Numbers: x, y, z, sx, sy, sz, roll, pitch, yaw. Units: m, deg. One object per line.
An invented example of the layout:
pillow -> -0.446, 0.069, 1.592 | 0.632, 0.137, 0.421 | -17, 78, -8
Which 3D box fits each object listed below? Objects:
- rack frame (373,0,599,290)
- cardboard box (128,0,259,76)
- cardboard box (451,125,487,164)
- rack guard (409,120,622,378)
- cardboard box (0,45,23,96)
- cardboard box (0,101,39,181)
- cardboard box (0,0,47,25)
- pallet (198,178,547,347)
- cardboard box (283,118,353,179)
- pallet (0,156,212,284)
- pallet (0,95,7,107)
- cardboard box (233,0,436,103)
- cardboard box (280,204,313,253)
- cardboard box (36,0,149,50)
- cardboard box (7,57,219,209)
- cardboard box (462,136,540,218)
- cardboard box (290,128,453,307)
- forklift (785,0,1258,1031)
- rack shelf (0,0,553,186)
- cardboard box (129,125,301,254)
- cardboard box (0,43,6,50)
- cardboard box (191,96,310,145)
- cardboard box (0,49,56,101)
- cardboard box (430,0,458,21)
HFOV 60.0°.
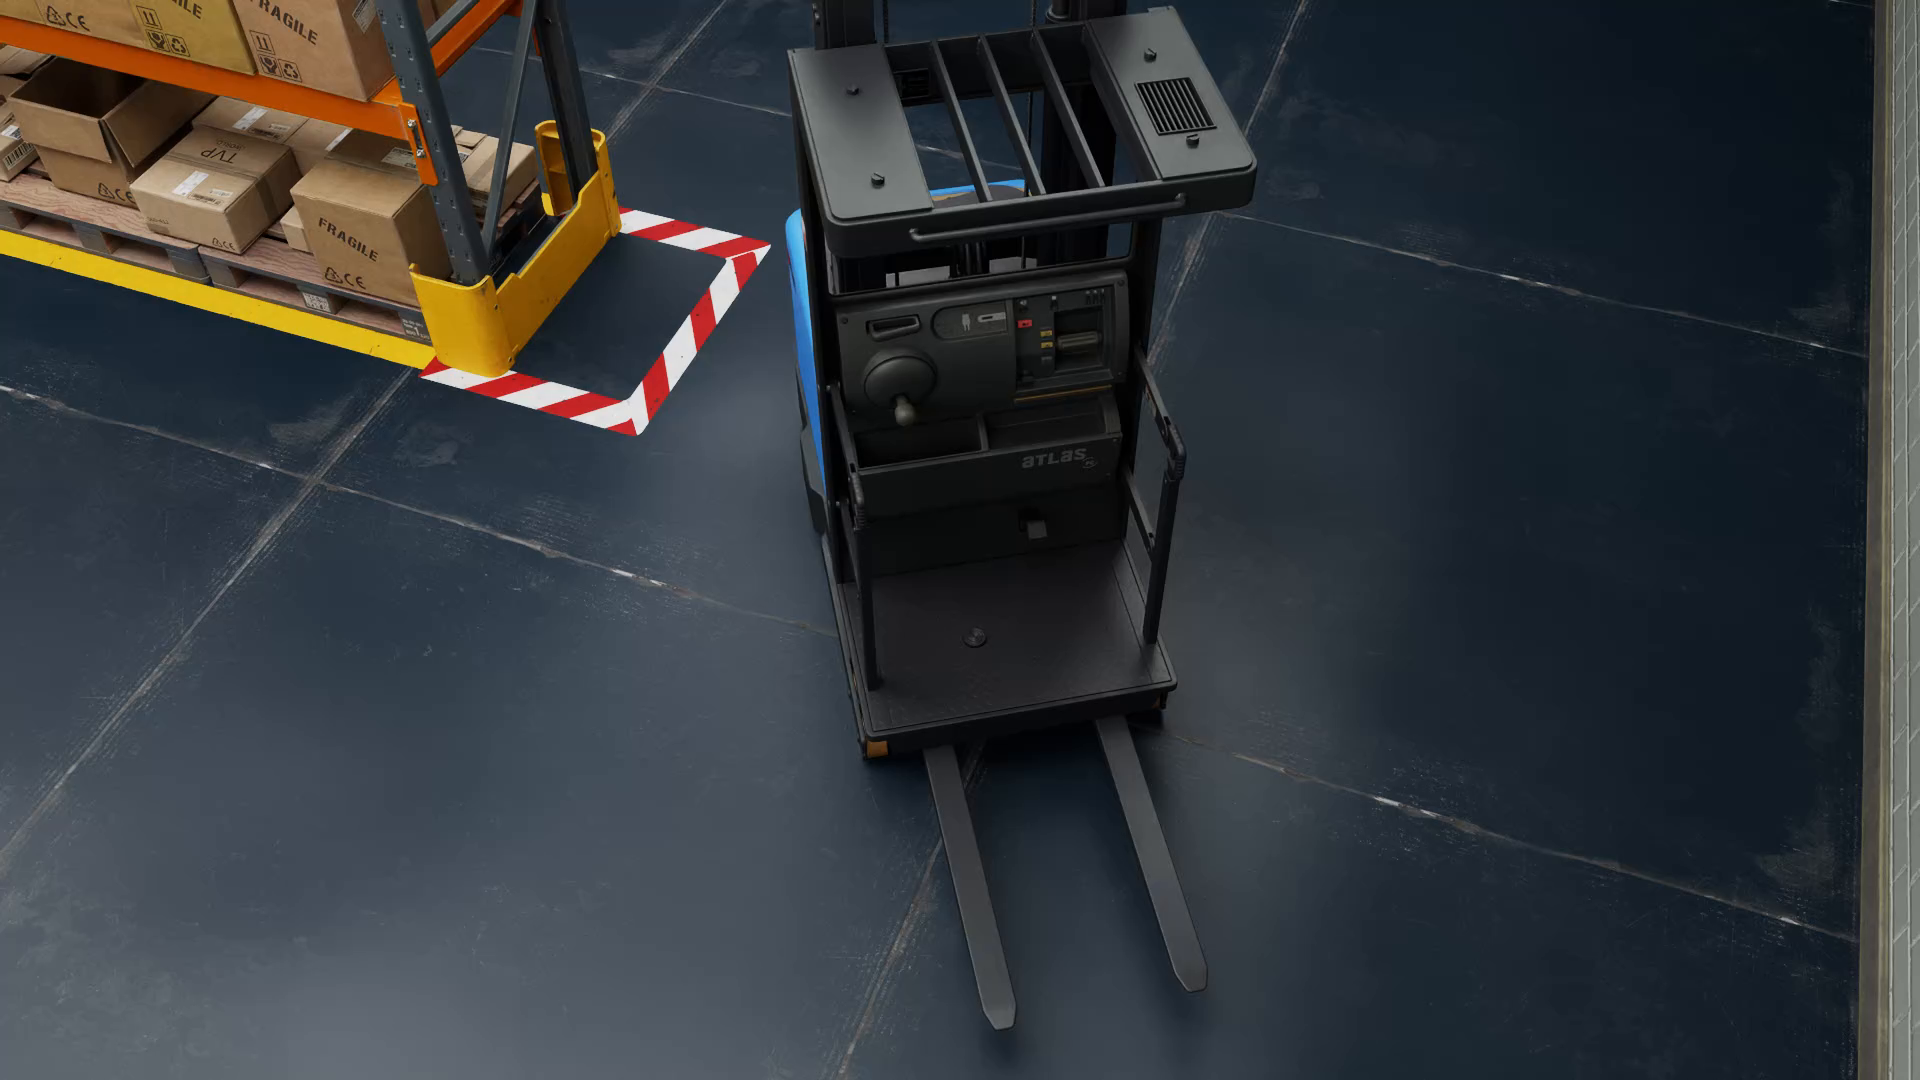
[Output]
rack frame -> -1.882, -2.113, 6.463 | 0.127, 3.000, 1.000 | 16, 51, 13
cardboard box -> -2.884, -2.203, 6.475 | 0.500, 0.500, 0.500 | 16, 51, 13
cardboard box -> -2.390, -1.748, 7.730 | 0.250, 0.166, 0.380 | 16, 51, 13
rack guard -> -1.953, -1.314, 7.425 | 0.348, 0.500, 1.175 | 16, 51, 13
cardboard box -> -4.629, -2.367, 8.278 | 0.250, 0.149, 0.380 | 16, 51, 13
cardboard box -> -4.500, -1.894, 7.857 | 0.250, 0.166, 0.380 | 16, 51, 13
cardboard box -> -3.823, -2.470, 6.706 | 0.500, 0.500, 0.500 | 15, 51, 13
pallet -> -2.701, -1.427, 7.714 | 1.213, 0.211, 1.003 | 16, 51, 13
cardboard box -> -2.763, -1.831, 7.747 | 0.500, 0.250, 0.500 | 16, 51, 13
pallet -> -3.842, -1.748, 7.992 | 1.213, 0.211, 1.003 | 16, 51, 13
pallet -> -4.990, -2.066, 8.268 | 1.213, 0.211, 1.003 | 16, 51, 13
cardboard box -> -2.396, -2.070, 6.359 | 0.500, 0.500, 0.500 | 17, 51, 14
cardboard box -> -2.826, -1.467, 7.487 | 0.250, 0.166, 0.380 | 16, 51, 13
cardboard box -> -3.350, -2.338, 6.592 | 0.500, 0.500, 0.500 | 16, 51, 13
cardboard box -> -3.870, -1.998, 7.725 | 0.637, 0.503, 0.797 | 16, 51, 13
cardboard box -> -2.156, -1.677, 7.680 | 0.250, 0.149, 0.380 | 16, 51, 13
cardboard box -> -2.477, -1.406, 7.213 | 0.500, 0.500, 0.500 | 16, 51, 13
forklift -> 0.126, -0.500, 5.110 | 1.130, 2.935, 3.031 | -9, 50, -8
rack shelf -> -3.758, -2.401, 7.189 | 4.000, 0.370, 1.077 | 16, 51, 13
cardboard box -> -3.358, -1.594, 7.542 | 0.500, 0.250, 0.500 | 16, 51, 13
cardboard box -> -5.001, -2.538, 8.194 | 0.500, 0.500, 0.500 | 16, 51, 13
cardboard box -> -3.232, -1.962, 7.860 | 0.500, 0.250, 0.500 | 16, 51, 13
cardboard box -> -4.298, -2.279, 8.095 | 0.500, 0.311, 0.500 | 16, 51, 13
cardboard box -> -2.207, -2.449, 6.688 | 0.500, 0.500, 0.500 | 17, 51, 14
